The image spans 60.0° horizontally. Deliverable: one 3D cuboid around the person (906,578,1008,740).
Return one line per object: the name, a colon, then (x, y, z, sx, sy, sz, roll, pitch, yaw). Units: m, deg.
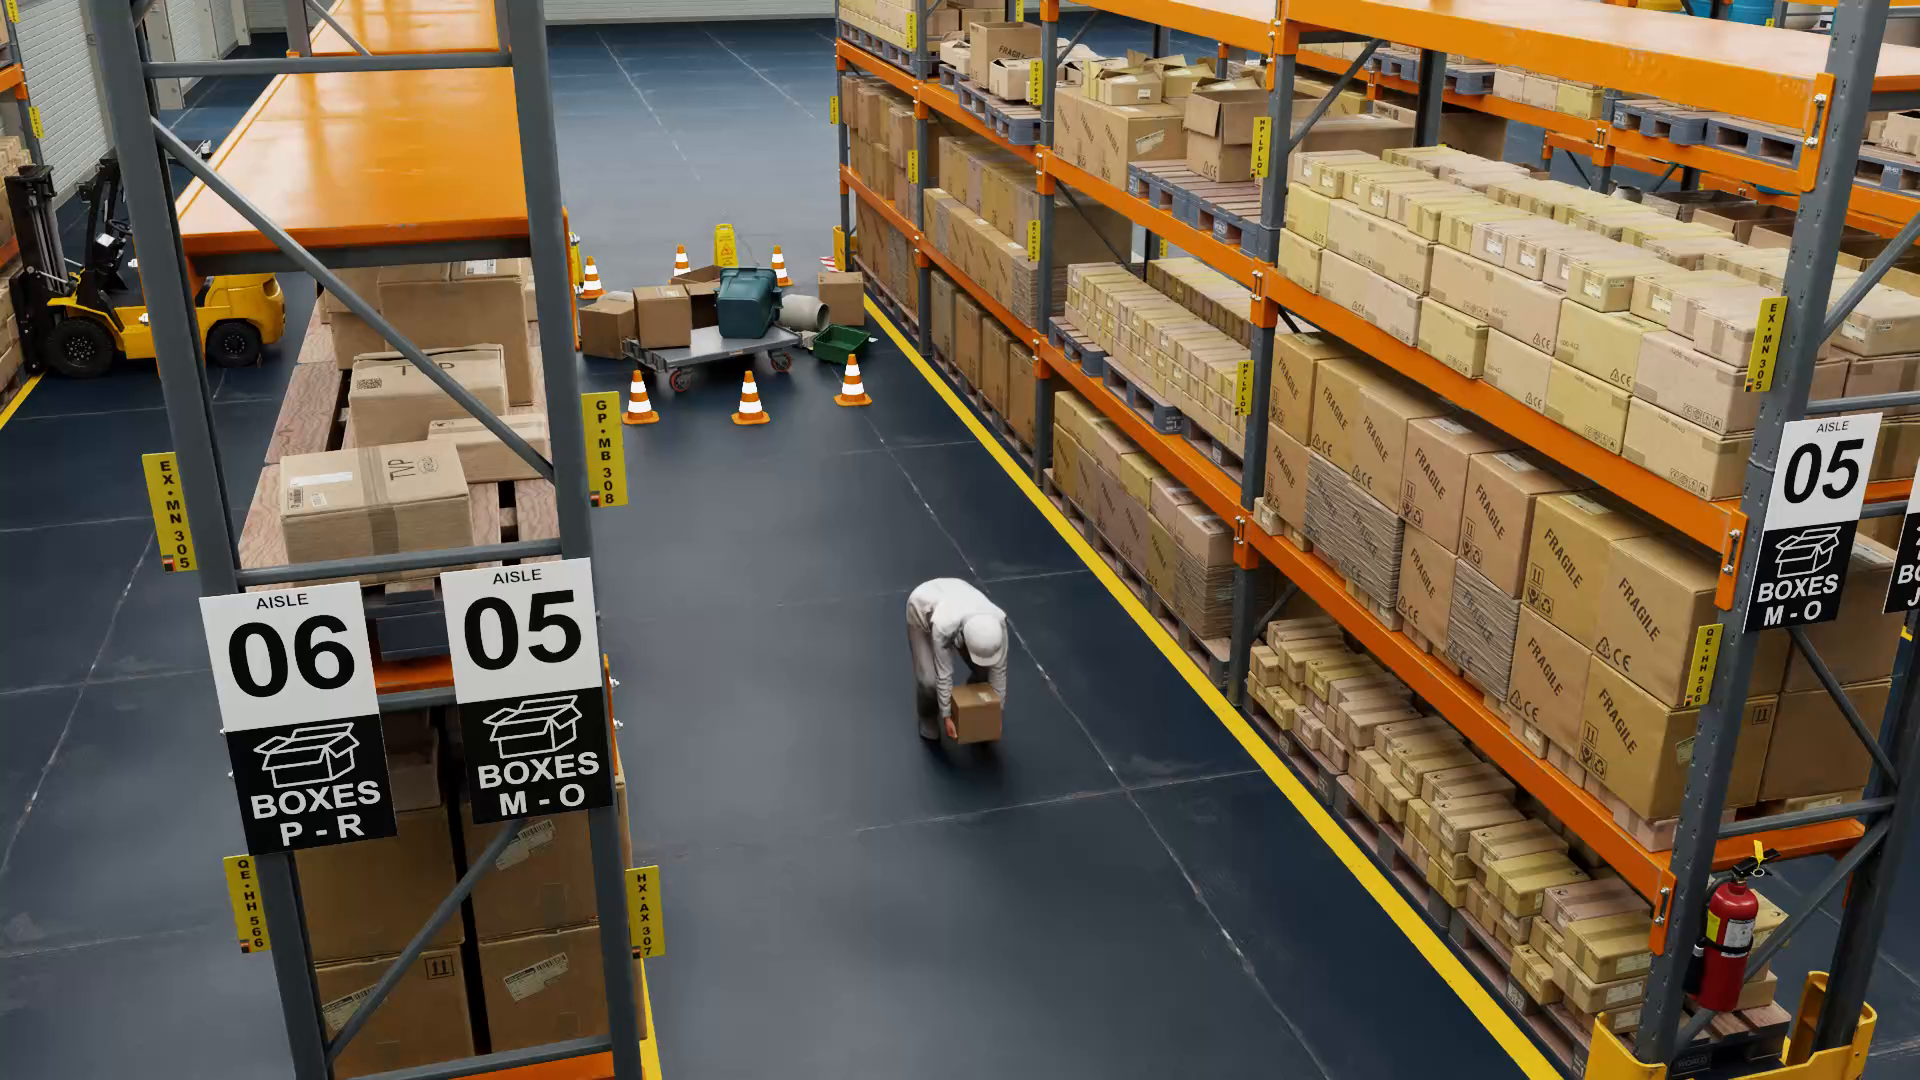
person: (-0.002, 0.755, 9.828, 0.502, 1.002, 0.994, -7, 24, -17)
